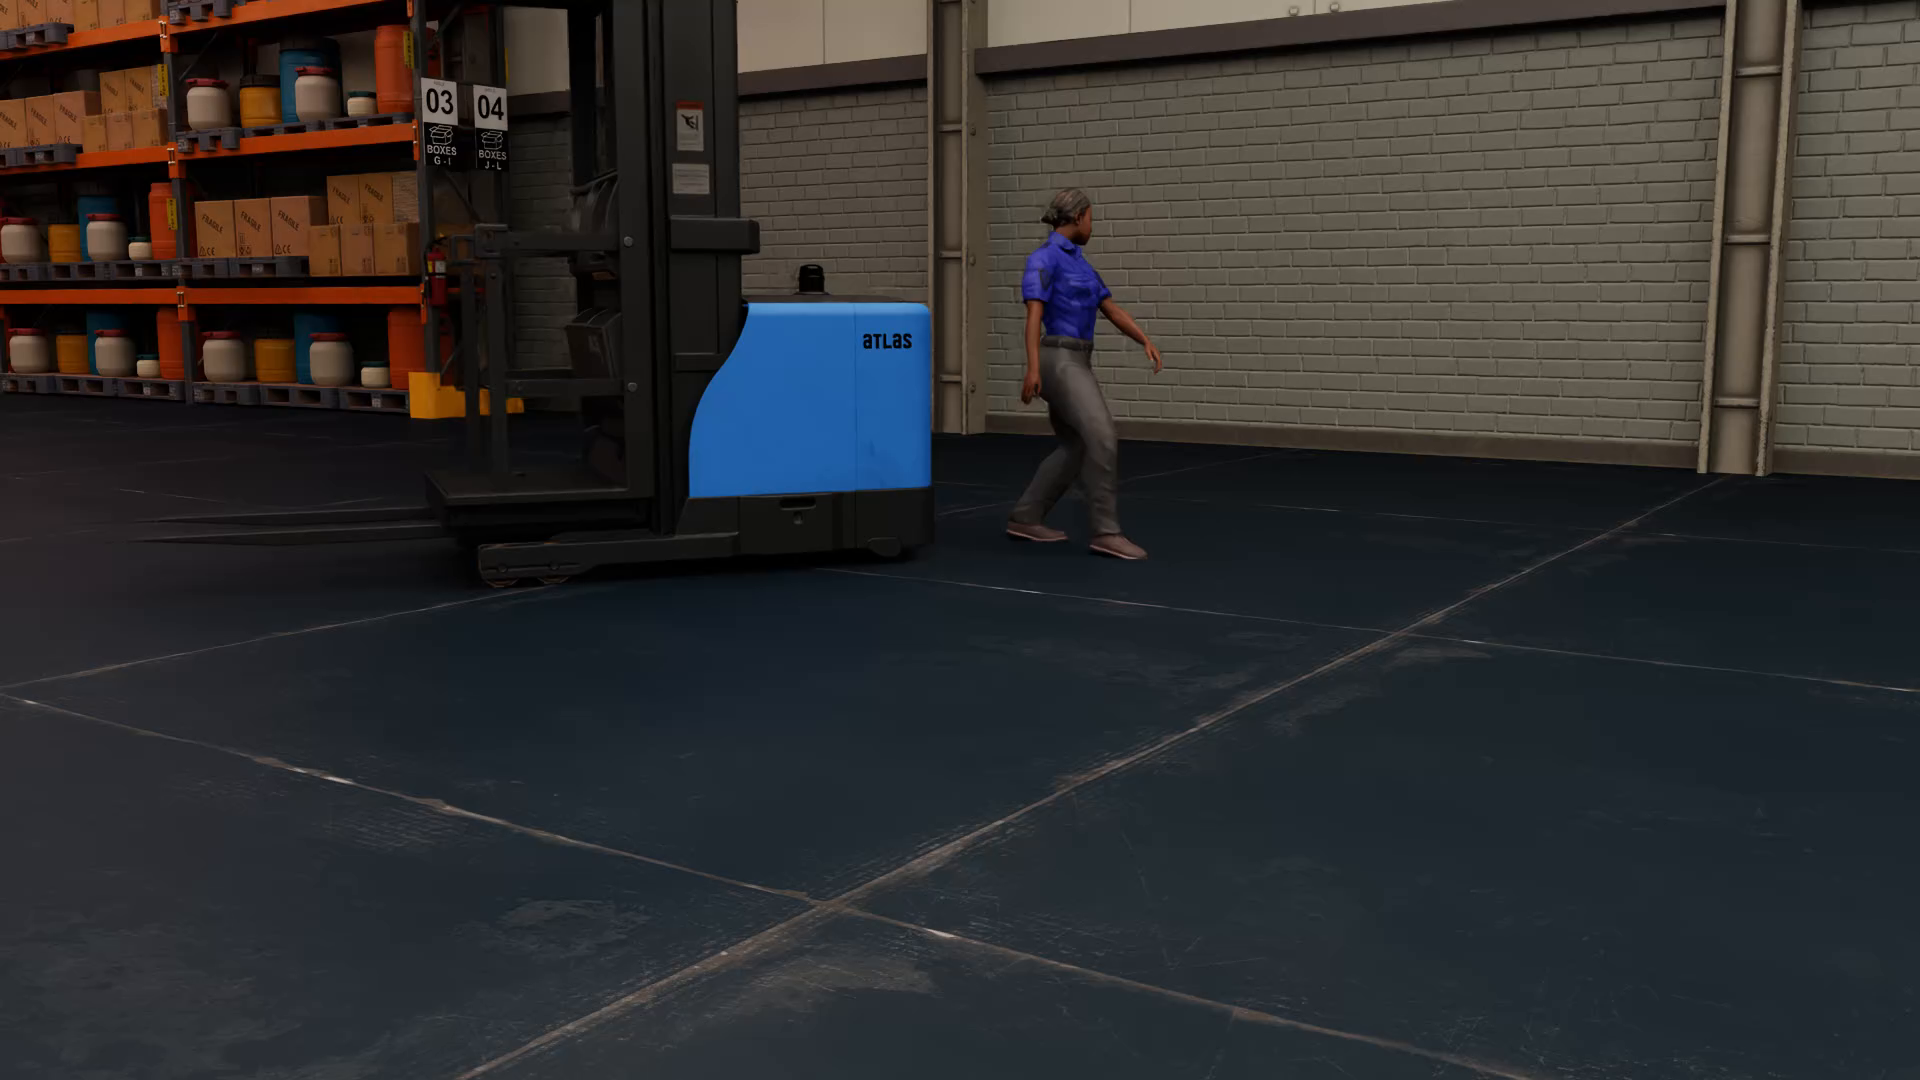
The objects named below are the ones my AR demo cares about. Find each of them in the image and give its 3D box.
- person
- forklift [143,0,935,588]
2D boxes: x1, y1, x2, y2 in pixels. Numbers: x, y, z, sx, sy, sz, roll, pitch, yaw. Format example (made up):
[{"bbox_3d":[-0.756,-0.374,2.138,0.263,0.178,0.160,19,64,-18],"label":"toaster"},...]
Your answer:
[{"bbox_3d":[0.506,-0.736,7.255,0.769,1.589,0.663,3,9,20],"label":"person"},{"bbox_3d":[-1.677,-1.353,6.707,3.031,2.935,1.130,-3,9,-21],"label":"forklift"}]
